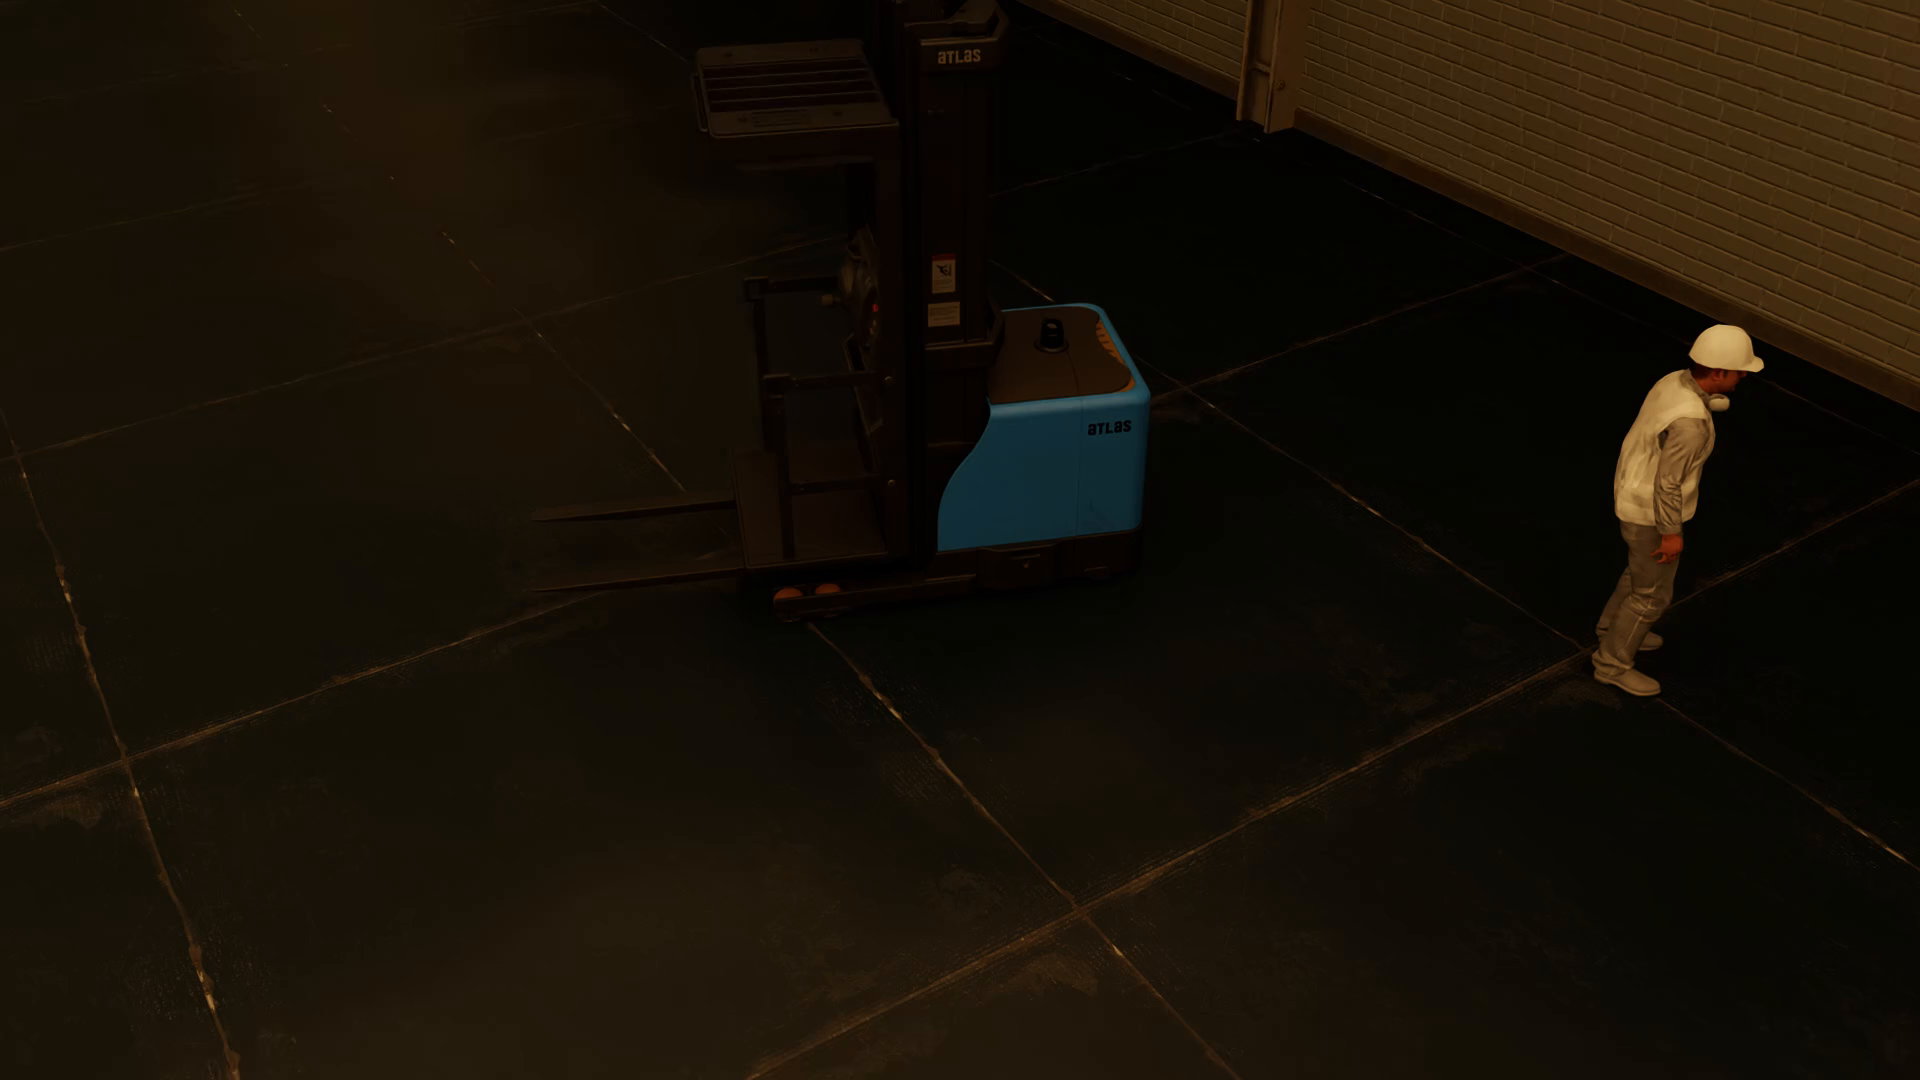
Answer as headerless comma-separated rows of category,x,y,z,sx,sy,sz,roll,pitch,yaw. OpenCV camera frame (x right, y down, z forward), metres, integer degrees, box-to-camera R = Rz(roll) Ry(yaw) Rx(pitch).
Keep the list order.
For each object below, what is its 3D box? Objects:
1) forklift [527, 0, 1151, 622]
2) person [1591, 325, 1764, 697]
forklift,-0.649,-1.128,7.753,3.031,2.935,1.130,-6,36,-9
person,3.121,-0.156,7.382,0.458,1.771,0.582,10,36,14
